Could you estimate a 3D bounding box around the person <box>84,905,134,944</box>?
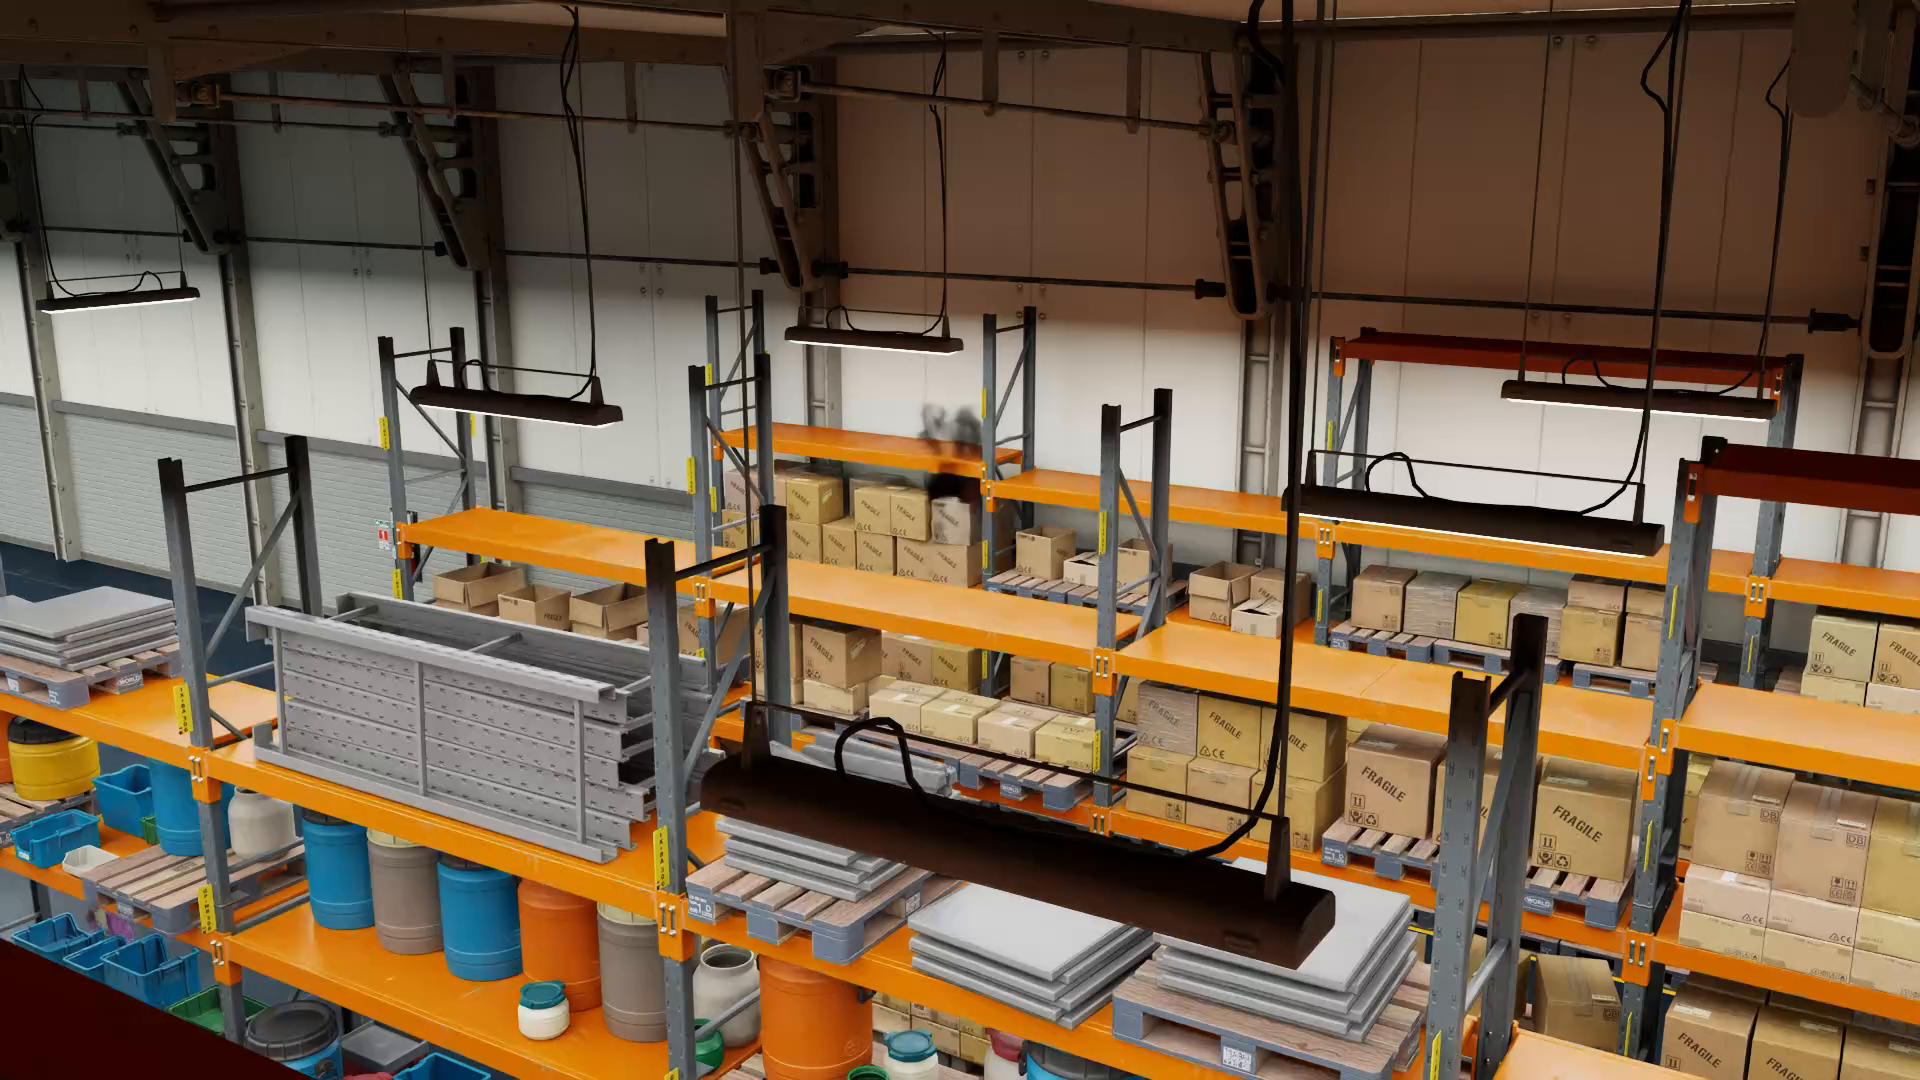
[{"bbox_3d":[-7.736,3.675,15.140,0.558,1.545,0.601,3,14,13],"label":"person"}]
